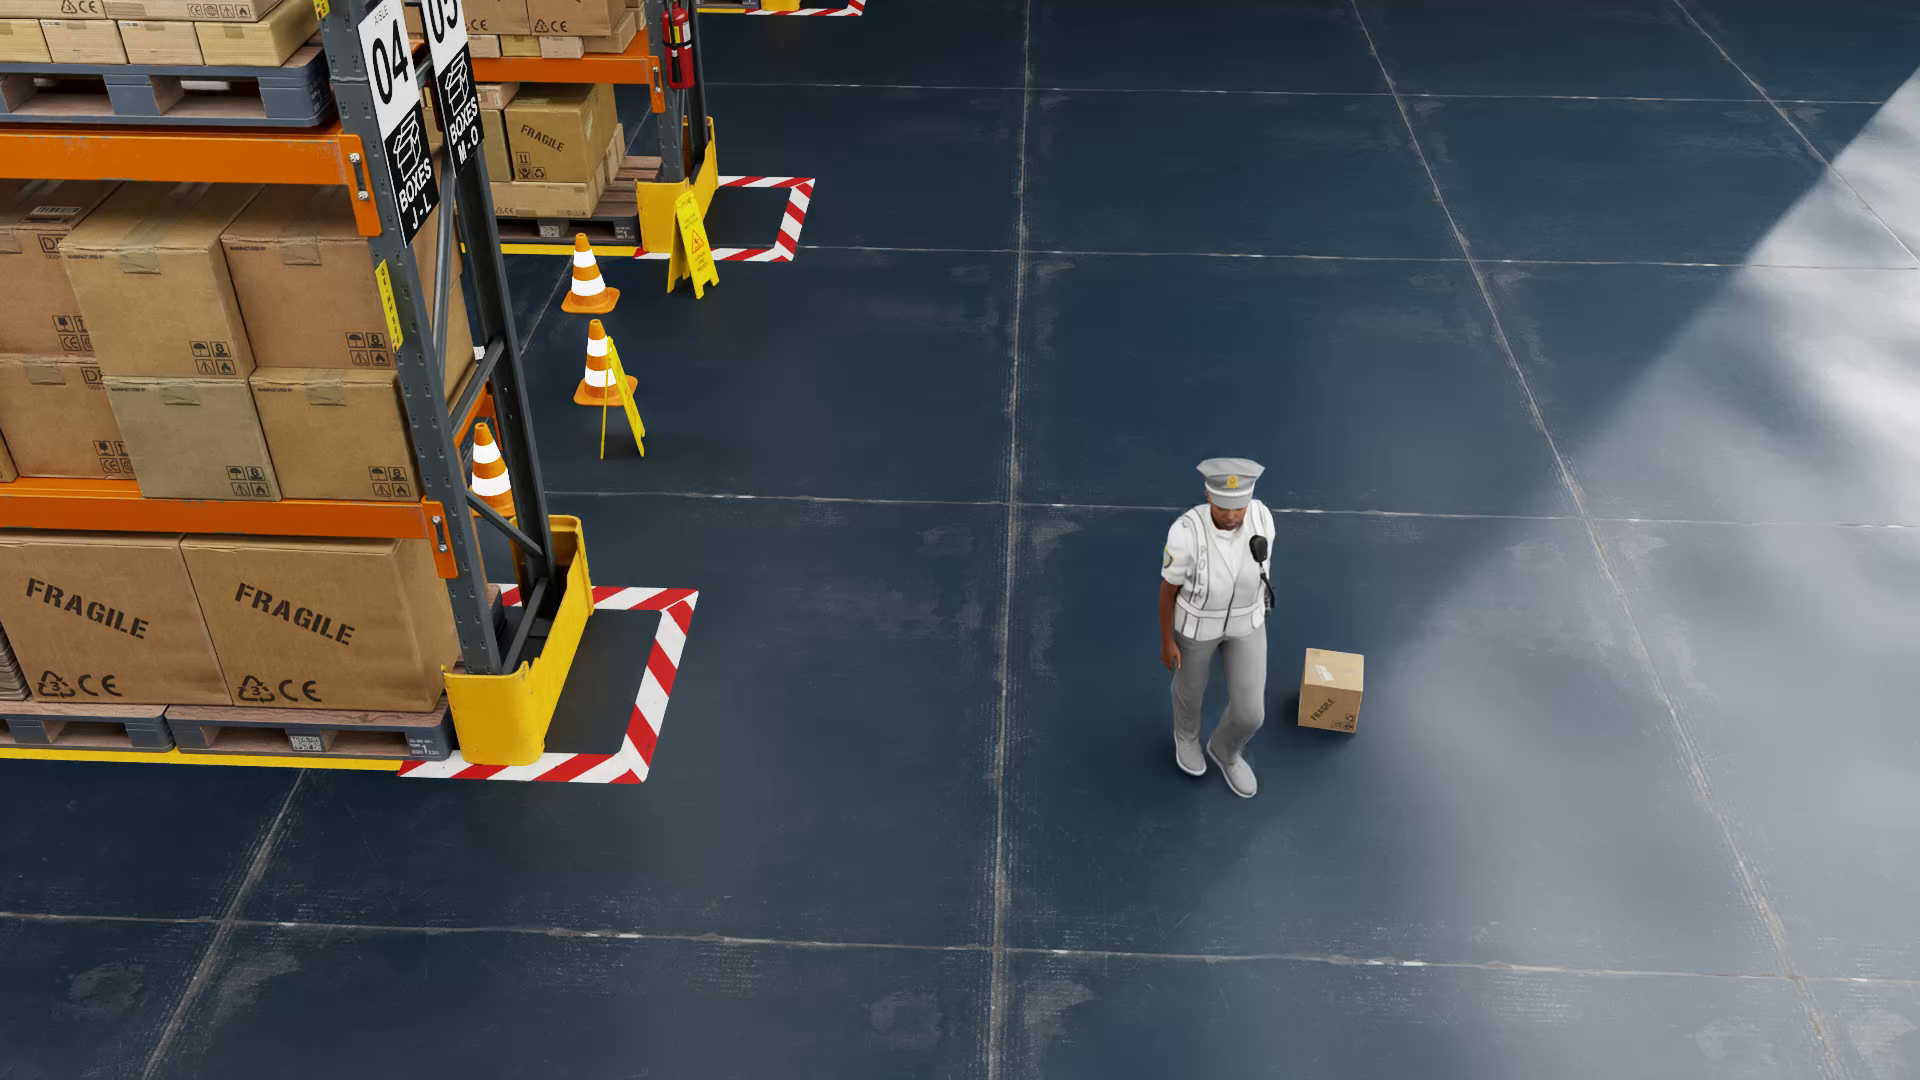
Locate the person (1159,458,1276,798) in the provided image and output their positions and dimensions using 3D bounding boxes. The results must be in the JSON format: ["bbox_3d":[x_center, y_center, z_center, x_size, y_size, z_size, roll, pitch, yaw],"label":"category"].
[{"bbox_3d":[1.009,0.332,6.636,0.484,1.687,0.517,-3,36,-5],"label":"person"}]
